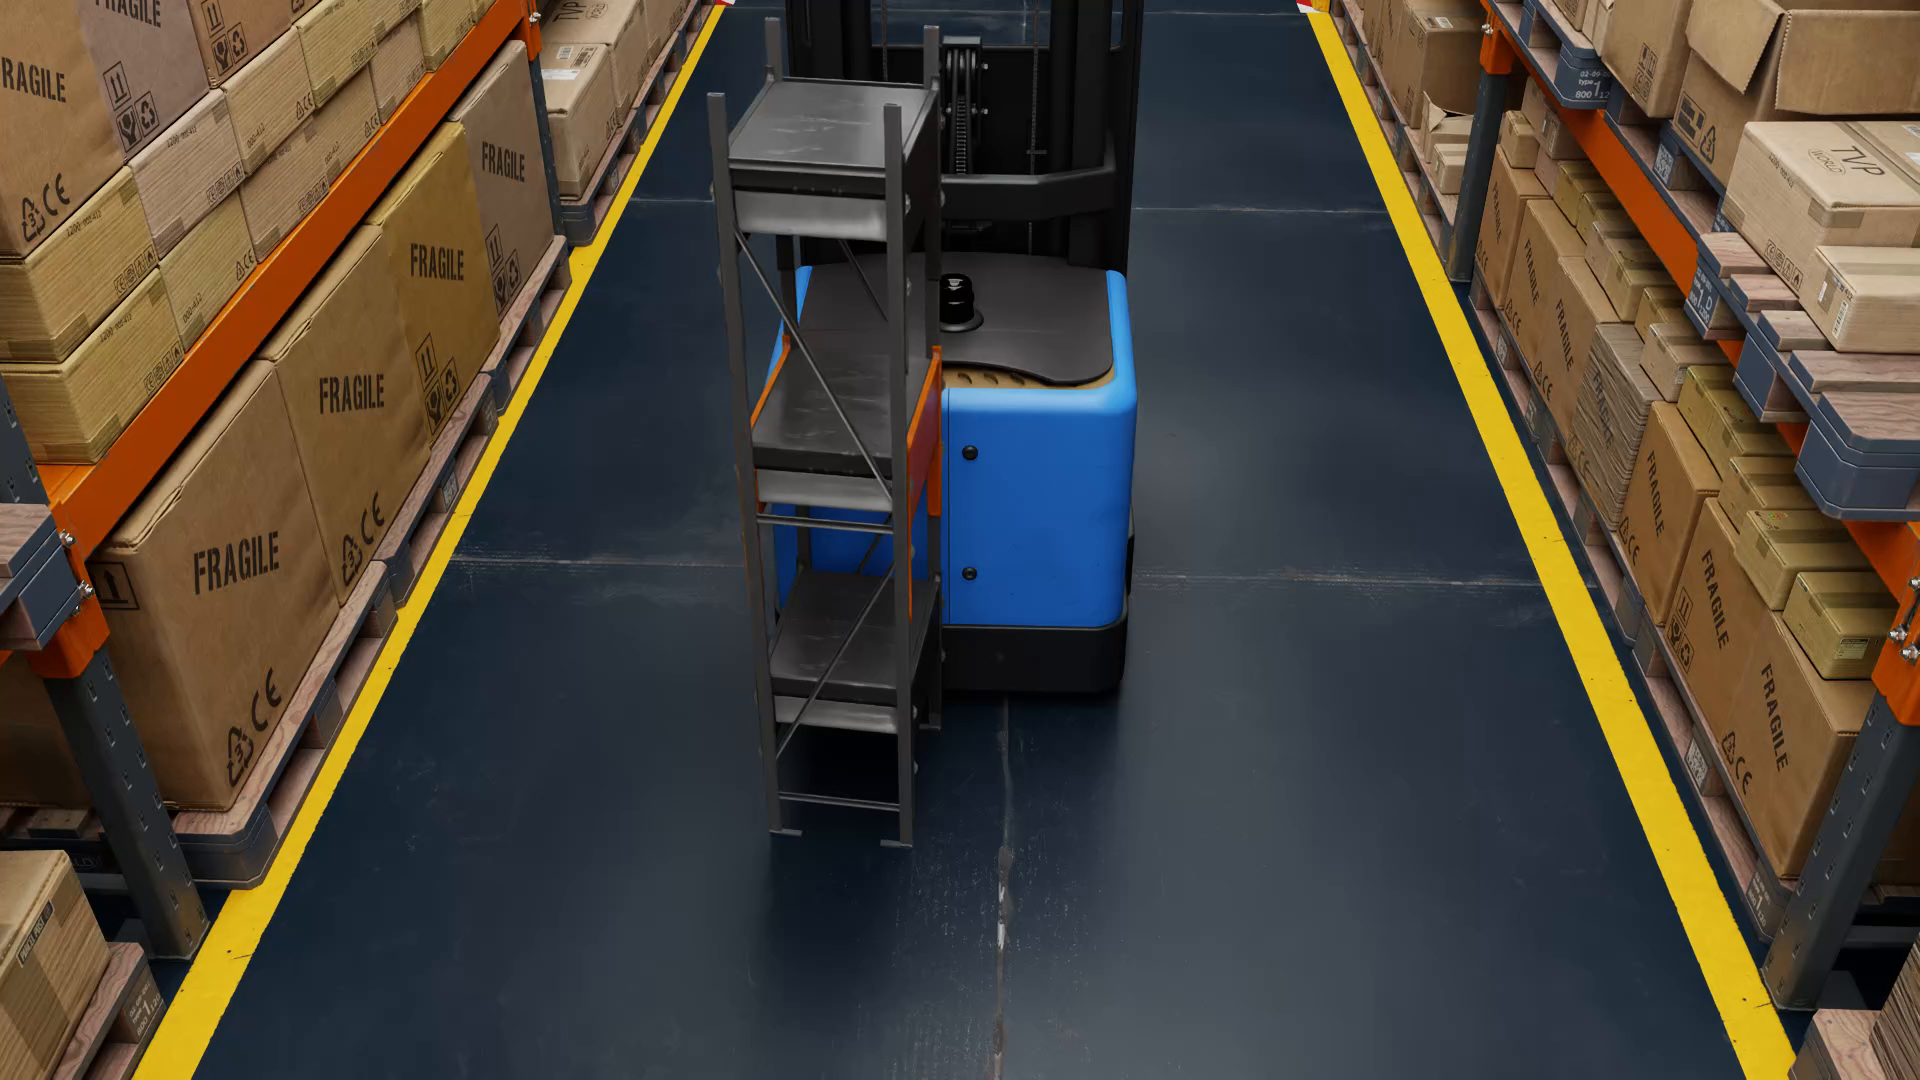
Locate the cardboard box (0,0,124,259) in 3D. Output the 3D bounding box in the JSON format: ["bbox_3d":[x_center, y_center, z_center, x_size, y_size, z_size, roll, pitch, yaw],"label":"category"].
[{"bbox_3d":[-2.184,-0.928,3.505,0.500,0.500,0.500,0,35,0],"label":"cardboard box"}]

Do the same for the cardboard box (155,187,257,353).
[{"bbox_3d":[-2.174,-0.710,4.282,0.500,0.250,0.500,0,35,1],"label":"cardboard box"}]

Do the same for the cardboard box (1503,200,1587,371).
[{"bbox_3d":[2.417,-0.956,6.311,0.500,0.500,0.500,1,35,1],"label":"cardboard box"}]

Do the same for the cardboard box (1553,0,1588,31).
[{"bbox_3d":[2.409,-2.029,5.576,0.700,0.500,0.500,2,35,2],"label":"cardboard box"}]

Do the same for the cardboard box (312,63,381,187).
[{"bbox_3d":[-2.131,-1.295,5.114,0.500,0.250,0.500,1,35,2],"label":"cardboard box"}]

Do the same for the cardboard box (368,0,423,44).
[{"bbox_3d":[-2.089,-1.798,5.395,0.500,0.250,0.500,2,35,3],"label":"cardboard box"}]

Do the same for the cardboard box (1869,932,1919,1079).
[{"bbox_3d":[2.473,1.070,3.319,0.875,0.625,0.625,2,35,3],"label":"cardboard box"}]

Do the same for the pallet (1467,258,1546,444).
[{"bbox_3d":[2.678,-0.777,6.672,1.003,0.211,1.213,1,35,2],"label":"pallet"}]

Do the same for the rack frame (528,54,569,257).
[{"bbox_3d":[-2.287,-2.499,6.697,1.000,3.000,0.127,1,35,2],"label":"rack frame"}]

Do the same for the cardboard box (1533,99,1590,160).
[{"bbox_3d":[2.430,-1.572,6.364,0.380,0.149,0.250,0,35,0],"label":"cardboard box"}]

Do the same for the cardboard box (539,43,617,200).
[{"bbox_3d":[-2.155,-1.980,7.822,0.875,0.438,0.875,1,35,1],"label":"cardboard box"}]

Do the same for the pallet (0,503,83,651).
[{"bbox_3d":[-2.370,0.290,2.896,1.213,0.211,1.003,1,35,2],"label":"pallet"}]

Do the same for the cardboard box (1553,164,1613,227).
[{"bbox_3d":[2.460,-1.292,6.224,0.380,0.149,0.250,0,35,-1],"label":"cardboard box"}]

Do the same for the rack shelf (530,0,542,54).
[{"bbox_3d":[-2.207,-3.353,8.538,1.077,0.370,4.000,1,35,2],"label":"rack shelf"}]

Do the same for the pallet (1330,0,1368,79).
[{"bbox_3d":[2.799,-3.042,9.894,1.003,0.211,1.213,1,35,2],"label":"pallet"}]

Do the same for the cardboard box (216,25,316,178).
[{"bbox_3d":[-2.127,-1.212,4.562,0.500,0.250,0.500,1,35,2],"label":"cardboard box"}]

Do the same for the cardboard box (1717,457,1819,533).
[{"bbox_3d":[2.313,-0.100,4.528,0.380,0.149,0.250,0,35,0],"label":"cardboard box"}]

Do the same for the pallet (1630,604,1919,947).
[{"bbox_3d":[2.580,0.625,4.677,1.003,0.211,1.213,1,35,2],"label":"pallet"}]

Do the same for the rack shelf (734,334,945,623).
[{"bbox_3d":[-0.286,-0.161,4.175,0.431,0.518,0.480,5,35,7],"label":"rack shelf"}]

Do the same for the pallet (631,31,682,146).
[{"bbox_3d":[-2.132,-2.496,9.117,1.003,0.211,1.213,1,35,2],"label":"pallet"}]

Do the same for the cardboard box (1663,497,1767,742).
[{"bbox_3d":[2.345,0.228,4.626,0.500,0.500,0.500,1,35,1],"label":"cardboard box"}]

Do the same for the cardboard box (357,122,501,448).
[{"bbox_3d":[-2.261,-0.924,5.939,0.875,0.875,0.875,2,35,3],"label":"cardboard box"}]

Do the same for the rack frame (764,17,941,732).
[{"bbox_3d":[-0.251,-0.311,4.365,0.400,2.100,0.015,5,35,7],"label":"rack frame"}]

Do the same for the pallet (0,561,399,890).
[{"bbox_3d":[-2.341,0.489,4.870,1.003,0.211,1.213,1,35,2],"label":"pallet"}]

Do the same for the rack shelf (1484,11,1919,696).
[{"bbox_3d":[2.592,-0.943,5.108,1.077,0.370,4.000,1,35,2],"label":"rack shelf"}]

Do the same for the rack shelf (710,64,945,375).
[{"bbox_3d":[-0.283,-0.734,3.772,0.431,0.518,0.480,5,35,7],"label":"rack shelf"}]

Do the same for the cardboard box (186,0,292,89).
[{"bbox_3d":[-2.137,-1.510,4.334,0.500,0.500,0.500,2,35,3],"label":"cardboard box"}]

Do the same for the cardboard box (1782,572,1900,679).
[{"bbox_3d":[2.279,0.208,4.090,0.380,0.149,0.250,0,35,0],"label":"cardboard box"}]

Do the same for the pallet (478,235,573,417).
[{"bbox_3d":[-2.243,-0.913,6.865,1.003,0.211,1.213,1,35,2],"label":"pallet"}]

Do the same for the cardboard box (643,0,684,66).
[{"bbox_3d":[-2.082,-3.013,9.291,0.875,0.438,0.875,2,35,3],"label":"cardboard box"}]

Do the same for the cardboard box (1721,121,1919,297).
[{"bbox_3d":[2.231,-0.812,4.062,0.500,0.250,0.500,0,35,0],"label":"cardboard box"}]

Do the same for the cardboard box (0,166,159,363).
[{"bbox_3d":[-2.181,-0.629,3.732,0.500,0.250,0.500,1,35,2],"label":"cardboard box"}]

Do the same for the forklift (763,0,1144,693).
[{"bbox_3d":[0.022,-1.561,5.422,1.130,2.935,3.031,1,35,2],"label":"forklift"}]

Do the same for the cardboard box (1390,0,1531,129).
[{"bbox_3d":[2.599,-2.398,8.361,0.700,0.500,0.500,0,35,0],"label":"cardboard box"}]

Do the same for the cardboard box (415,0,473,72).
[{"bbox_3d":[-2.075,-1.881,5.948,0.500,0.250,0.500,1,35,1],"label":"cardboard box"}]

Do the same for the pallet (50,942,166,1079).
[{"bbox_3d":[-2.481,1.389,3.590,1.003,0.211,1.213,1,35,2],"label":"pallet"}]

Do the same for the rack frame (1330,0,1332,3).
[{"bbox_3d":[2.833,-4.684,9.806,1.000,3.000,0.127,1,35,2],"label":"rack frame"}]

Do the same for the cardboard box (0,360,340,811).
[{"bbox_3d":[-2.337,0.102,4.479,0.875,0.875,0.875,1,35,1],"label":"cardboard box"}]

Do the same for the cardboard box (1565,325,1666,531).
[{"bbox_3d":[2.365,-0.372,5.479,0.500,0.500,0.500,0,35,0],"label":"cardboard box"}]

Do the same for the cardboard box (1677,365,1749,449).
[{"bbox_3d":[2.379,-0.394,4.946,0.380,0.149,0.250,1,35,1],"label":"cardboard box"}]

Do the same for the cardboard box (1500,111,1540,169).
[{"bbox_3d":[2.392,-1.601,6.663,0.380,0.149,0.250,3,35,4],"label":"cardboard box"}]

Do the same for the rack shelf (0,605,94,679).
[{"bbox_3d":[-2.528,1.243,1.998,1.077,0.370,4.000,1,35,2],"label":"rack shelf"}]

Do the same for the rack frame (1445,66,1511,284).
[{"bbox_3d":[2.673,-2.386,6.536,1.000,3.000,0.127,1,35,2],"label":"rack frame"}]

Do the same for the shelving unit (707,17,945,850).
[{"bbox_3d":[-0.286,-0.172,4.167,0.431,2.100,0.503,5,35,7],"label":"shelving unit"}]

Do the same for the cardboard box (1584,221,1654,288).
[{"bbox_3d":[2.415,-0.992,5.797,0.380,0.149,0.250,1,35,2],"label":"cardboard box"}]

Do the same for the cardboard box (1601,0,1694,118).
[{"bbox_3d":[2.377,-1.578,4.934,0.700,0.500,0.500,1,35,2],"label":"cardboard box"}]

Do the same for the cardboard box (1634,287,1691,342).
[{"bbox_3d":[2.421,-0.693,5.372,0.380,0.149,0.250,1,35,2],"label":"cardboard box"}]

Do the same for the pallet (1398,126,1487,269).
[{"bbox_3d":[2.701,-1.640,7.900,1.003,0.211,1.213,1,35,2],"label":"pallet"}]

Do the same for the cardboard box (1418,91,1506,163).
[{"bbox_3d":[2.416,-1.971,7.959,0.396,0.266,0.258,3,35,4],"label":"cardboard box"}]

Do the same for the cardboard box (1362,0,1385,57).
[{"bbox_3d":[2.641,-2.994,9.210,0.700,0.500,0.500,3,35,4],"label":"cardboard box"}]
